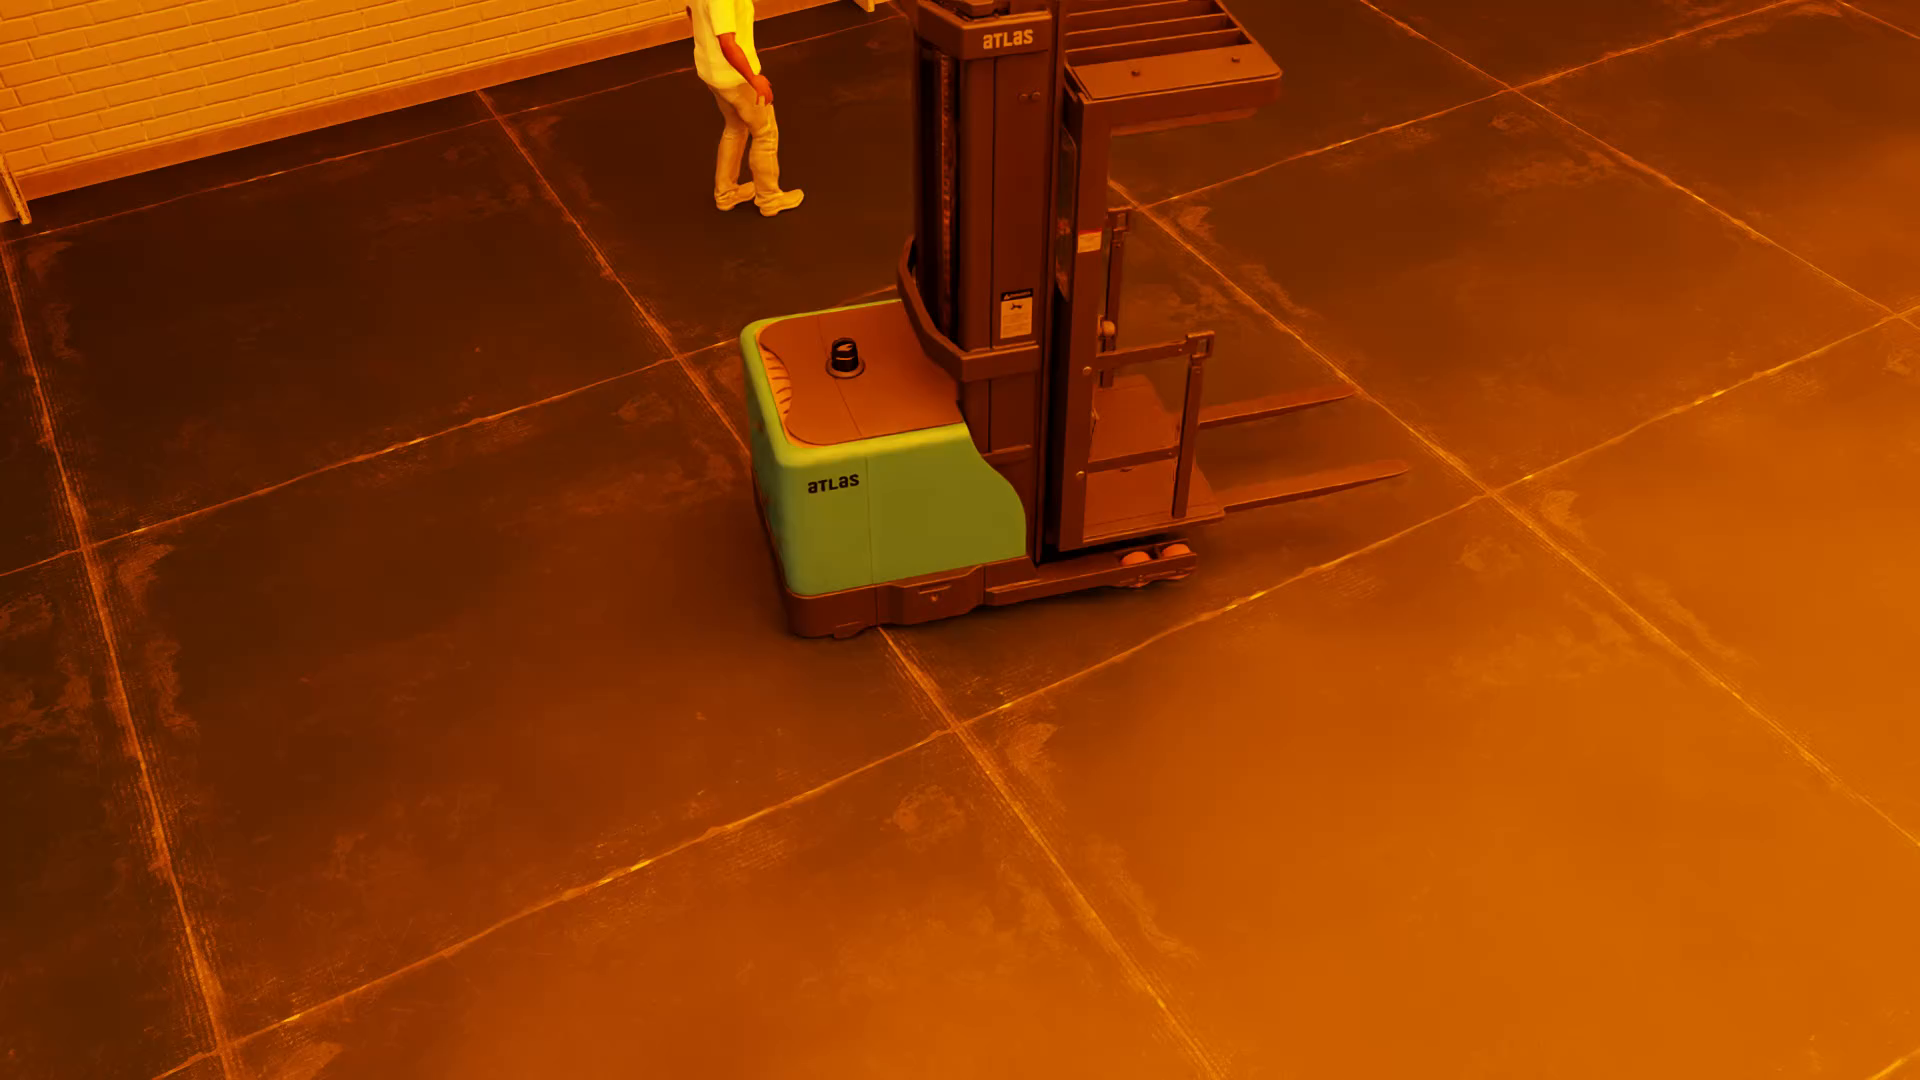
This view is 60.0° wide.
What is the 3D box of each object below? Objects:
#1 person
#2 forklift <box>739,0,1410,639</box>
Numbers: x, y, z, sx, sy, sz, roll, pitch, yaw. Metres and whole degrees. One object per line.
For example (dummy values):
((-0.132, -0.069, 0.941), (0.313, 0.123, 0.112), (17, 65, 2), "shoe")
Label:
((-1.248, -2.696, 9.479), (0.524, 1.745, 0.795), (-24, 48, -23), "person")
((0.591, -1.195, 6.986), (3.031, 2.935, 1.130), (-11, 44, -11), "forklift")
